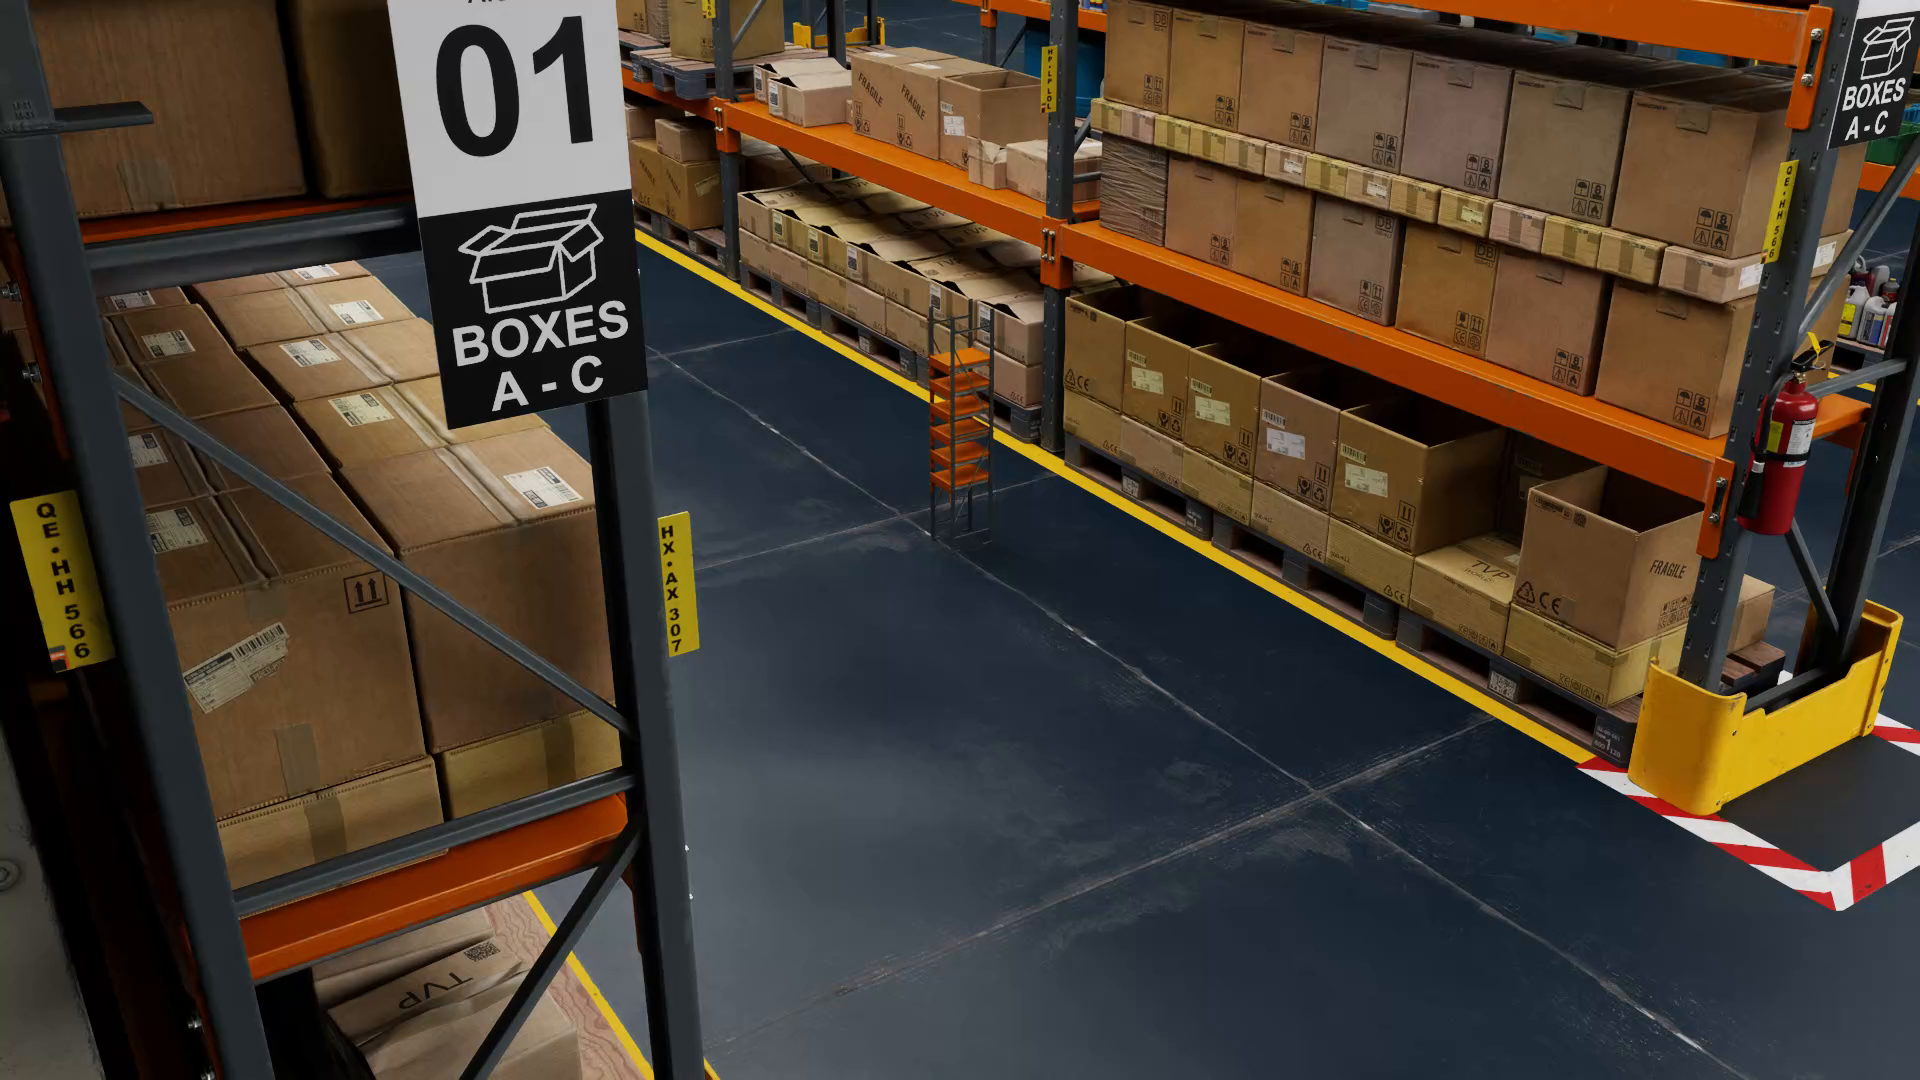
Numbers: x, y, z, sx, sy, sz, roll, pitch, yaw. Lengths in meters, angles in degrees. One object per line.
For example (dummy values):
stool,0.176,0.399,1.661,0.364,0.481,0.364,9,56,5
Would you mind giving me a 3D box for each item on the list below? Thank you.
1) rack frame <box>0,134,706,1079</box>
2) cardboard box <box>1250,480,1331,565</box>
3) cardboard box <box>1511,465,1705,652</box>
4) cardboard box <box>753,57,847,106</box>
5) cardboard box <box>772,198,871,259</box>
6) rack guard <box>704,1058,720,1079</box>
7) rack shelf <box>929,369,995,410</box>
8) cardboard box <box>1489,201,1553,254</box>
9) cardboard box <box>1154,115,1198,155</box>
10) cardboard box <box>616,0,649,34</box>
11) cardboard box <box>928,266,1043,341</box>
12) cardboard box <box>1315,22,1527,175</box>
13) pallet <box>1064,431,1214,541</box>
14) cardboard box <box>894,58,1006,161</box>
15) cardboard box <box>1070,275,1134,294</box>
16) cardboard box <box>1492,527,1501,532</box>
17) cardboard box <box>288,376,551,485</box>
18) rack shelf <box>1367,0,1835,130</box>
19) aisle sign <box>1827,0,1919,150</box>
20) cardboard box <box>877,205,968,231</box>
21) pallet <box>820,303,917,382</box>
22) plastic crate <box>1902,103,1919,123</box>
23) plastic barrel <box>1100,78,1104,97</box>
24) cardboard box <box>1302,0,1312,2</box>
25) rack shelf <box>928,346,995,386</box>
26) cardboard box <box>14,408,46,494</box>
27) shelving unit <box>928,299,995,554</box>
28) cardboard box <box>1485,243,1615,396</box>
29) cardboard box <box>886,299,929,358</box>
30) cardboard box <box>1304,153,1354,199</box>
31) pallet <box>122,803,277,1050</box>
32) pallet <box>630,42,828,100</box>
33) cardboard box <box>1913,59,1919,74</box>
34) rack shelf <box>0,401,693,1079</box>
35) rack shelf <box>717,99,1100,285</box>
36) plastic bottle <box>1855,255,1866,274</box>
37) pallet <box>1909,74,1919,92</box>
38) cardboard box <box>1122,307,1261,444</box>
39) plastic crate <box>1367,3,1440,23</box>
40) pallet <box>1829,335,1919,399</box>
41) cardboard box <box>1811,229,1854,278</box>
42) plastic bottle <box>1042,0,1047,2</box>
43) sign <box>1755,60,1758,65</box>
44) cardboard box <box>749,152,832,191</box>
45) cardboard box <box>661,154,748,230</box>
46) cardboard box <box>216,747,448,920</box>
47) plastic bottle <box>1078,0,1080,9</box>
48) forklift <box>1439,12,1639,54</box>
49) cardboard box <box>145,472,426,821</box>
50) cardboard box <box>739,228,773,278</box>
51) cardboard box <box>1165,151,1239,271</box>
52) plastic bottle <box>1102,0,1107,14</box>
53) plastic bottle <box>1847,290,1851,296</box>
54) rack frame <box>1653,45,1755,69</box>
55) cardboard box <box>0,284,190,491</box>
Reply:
rack frame,-1.062,0.617,3.430,1.000,3.000,0.127,-16,29,-30
cardboard box,1.717,-0.142,7.766,0.500,0.250,0.500,-16,29,-30
cardboard box,2.544,0.053,6.474,0.500,0.500,0.500,-16,29,-30
cardboard box,-1.119,-3.220,11.661,0.500,0.311,0.500,-14,28,-26
cardboard box,-0.947,-2.159,11.381,0.500,0.311,0.500,-16,30,-31
rack guard,-1.103,1.720,4.021,1.175,0.500,0.348,-16,29,-30
rack shelf,0.008,-0.714,7.899,0.258,0.103,0.180,-16,29,-30
cardboard box,2.299,-1.245,6.496,0.380,0.149,0.250,-15,29,-29
cardboard box,1.167,-1.985,8.065,0.380,0.149,0.250,-16,30,-31
cardboard box,-2.448,-4.449,13.551,0.500,0.500,0.700,21,33,37
cardboard box,0.152,-1.432,9.842,0.500,0.311,0.500,-15,29,-28
cardboard box,1.972,-1.906,7.136,0.700,0.500,0.500,-16,29,-30
pallet,1.302,-0.414,8.880,1.003,0.211,1.213,-16,29,-30
cardboard box,-0.064,-2.661,10.256,0.500,0.500,0.500,-15,29,-29
cardboard box,0.886,-1.376,9.722,0.500,0.311,0.500,-15,29,-29
cardboard box,2.431,-0.086,7.647,0.500,0.250,0.500,-16,29,-30
cardboard box,-1.332,-0.083,4.187,0.500,0.500,0.500,-15,29,-29
rack shelf,1.995,-2.285,6.906,1.077,0.370,4.000,-16,29,-30
aisle sign,2.876,-1.623,5.128,0.394,0.787,0.004,-16,29,-30
cardboard box,-0.226,-2.105,11.267,0.500,0.311,0.500,-16,30,-30
pallet,-0.202,-1.400,10.968,1.003,0.211,1.213,-16,29,-30
plastic crate,5.887,-2.723,10.678,0.499,0.251,0.616,-16,29,-30
plastic barrel,1.590,-4.374,16.425,0.421,0.512,0.421,0,25,0
cardboard box,4.544,-6.622,20.761,0.875,0.875,0.875,-16,29,-30
rack shelf,0.008,-0.823,7.848,0.258,0.103,0.180,-16,29,-30
cardboard box,-2.879,-0.359,5.648,0.500,0.250,0.500,-17,30,-31
shelving unit,0.008,-0.537,7.983,0.258,1.200,0.189,-16,29,-30
cardboard box,2.552,-0.941,6.612,0.700,0.500,0.500,-15,29,-28
cardboard box,-0.121,-1.361,10.348,0.500,0.250,0.500,-15,29,-28
cardboard box,1.736,-1.614,7.278,0.380,0.149,0.250,-16,30,-30
pallet,-2.179,1.116,5.639,1.003,0.211,1.213,-16,29,-30
pallet,-1.710,-3.540,12.459,1.213,0.211,1.003,-16,29,-30
cardboard box,11.489,-5.761,19.083,1.050,0.750,0.750,-16,30,-30
rack shelf,-2.154,0.227,5.098,1.077,0.370,4.000,-16,29,-30
rack shelf,-0.189,-2.360,10.577,1.077,0.370,4.000,-16,29,-30
plastic bottle,5.929,-1.776,11.087,0.144,0.351,0.185,-16,29,-30
pallet,11.599,-5.267,19.159,1.003,0.211,1.213,-16,29,-30
cardboard box,1.173,-0.839,8.365,0.500,0.500,0.500,-16,29,-30
plastic crate,3.497,-3.933,12.992,0.402,0.464,0.583,-16,29,-30
pallet,6.057,-1.175,10.491,1.003,0.211,1.213,-16,29,-30
cardboard box,3.053,-1.068,6.122,0.380,0.149,0.250,-16,30,-30
plastic bottle,0.861,-5.493,16.522,0.097,0.271,0.097,0,25,0
sign,5.522,-3.372,11.555,0.100,0.325,0.005,-16,29,-30
cardboard box,-1.290,-2.698,12.865,0.500,0.500,0.500,-14,29,-27
cardboard box,-1.988,-2.749,12.972,0.500,0.500,0.500,-14,29,-28
cardboard box,-1.480,0.554,3.716,0.500,0.250,0.500,-15,29,-29
plastic bottle,1.167,-5.261,16.113,0.097,0.201,0.097,0,25,0
forklift,3.102,-2.379,9.857,1.130,2.935,3.031,-8,27,-17
cardboard box,-1.497,0.217,3.549,0.500,0.500,0.500,-16,30,-30
cardboard box,-1.241,-2.091,11.895,0.500,0.250,0.500,-16,29,-30
cardboard box,1.444,-1.670,8.158,0.700,0.500,0.500,-16,30,-30
plastic bottle,1.444,-5.166,15.736,0.144,0.351,0.185,-16,29,-30
plastic bottle,5.593,-1.528,10.649,0.152,0.276,0.135,-16,29,-30
rack frame,5.055,-3.123,11.351,1.000,3.000,0.127,-16,29,-30
cardboard box,-2.617,-0.512,5.095,0.500,0.500,0.500,-15,29,-28
